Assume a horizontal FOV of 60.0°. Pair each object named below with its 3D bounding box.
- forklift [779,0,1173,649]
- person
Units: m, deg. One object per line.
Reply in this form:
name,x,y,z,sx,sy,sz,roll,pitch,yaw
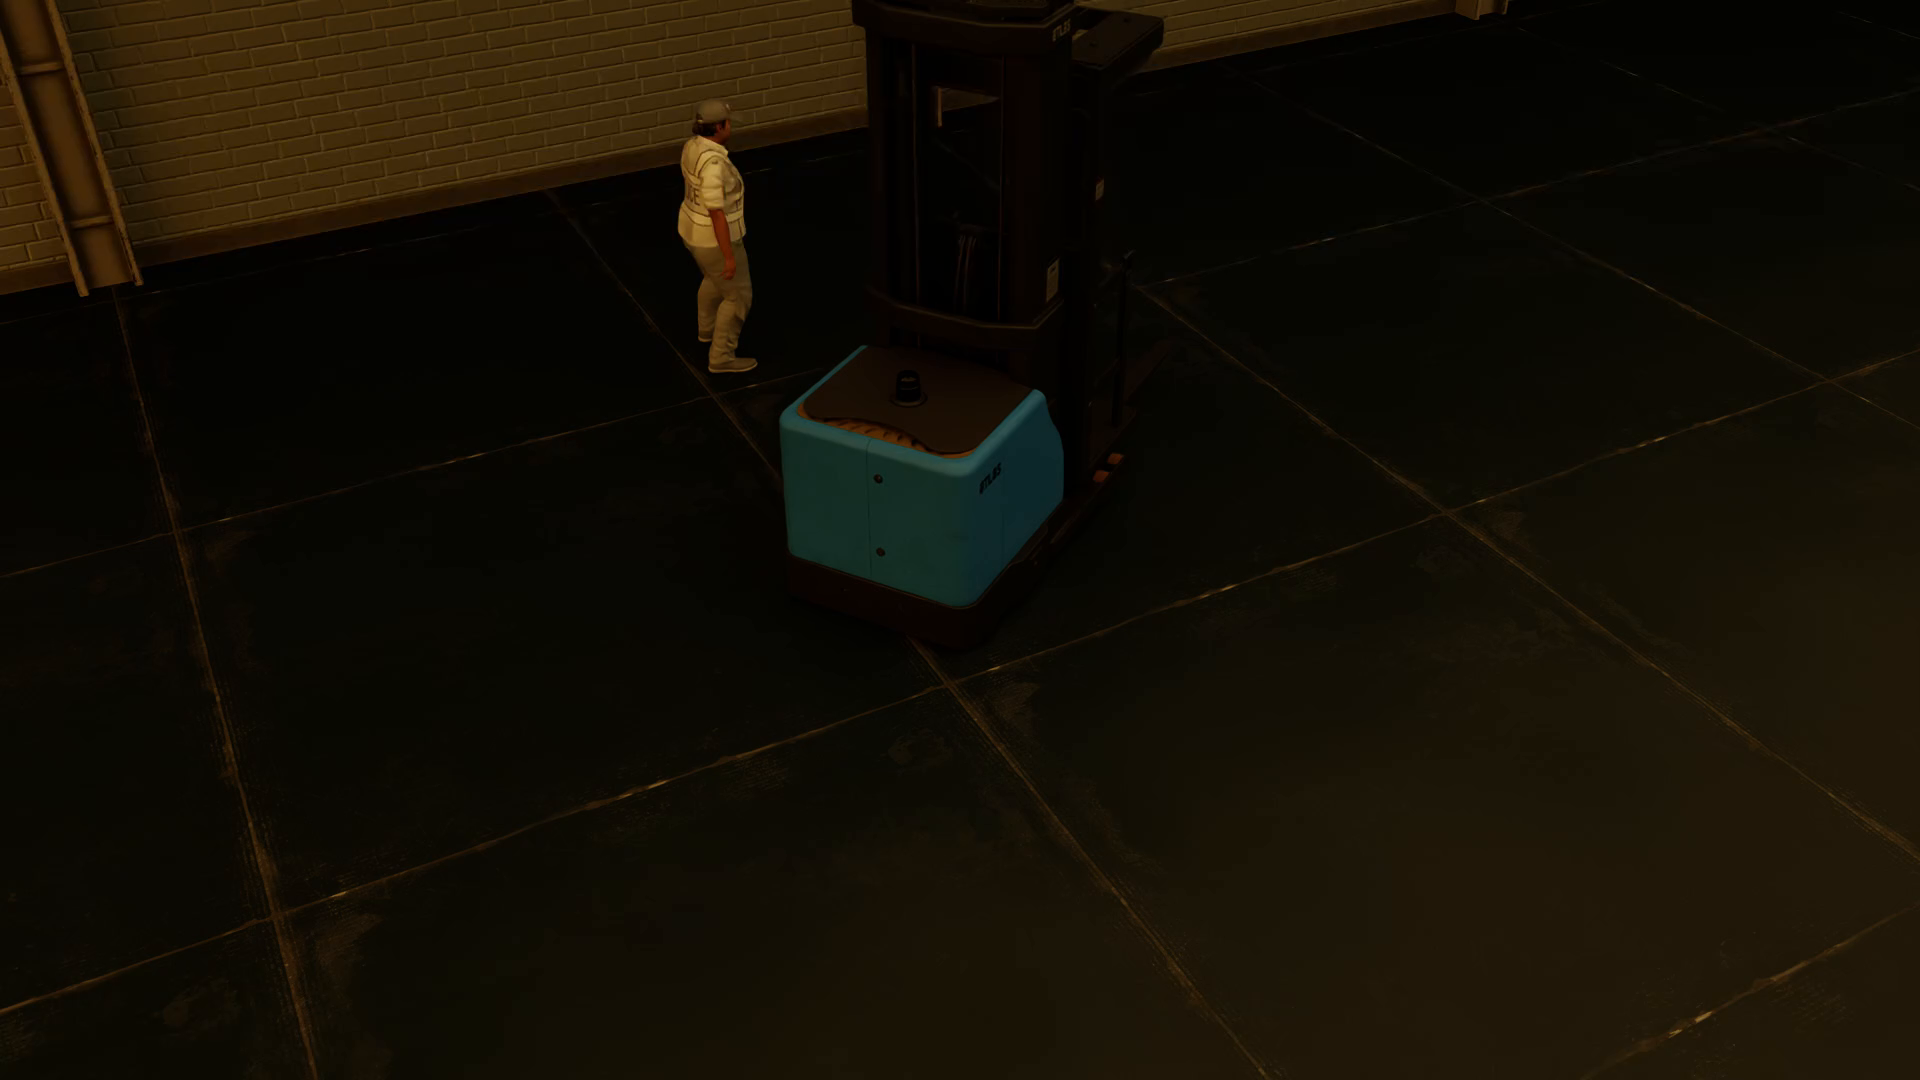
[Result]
forklift,0.279,-1.518,8.271,1.130,2.935,3.031,17,39,22
person,-1.429,-1.799,9.784,0.433,1.646,0.708,-16,38,-22
